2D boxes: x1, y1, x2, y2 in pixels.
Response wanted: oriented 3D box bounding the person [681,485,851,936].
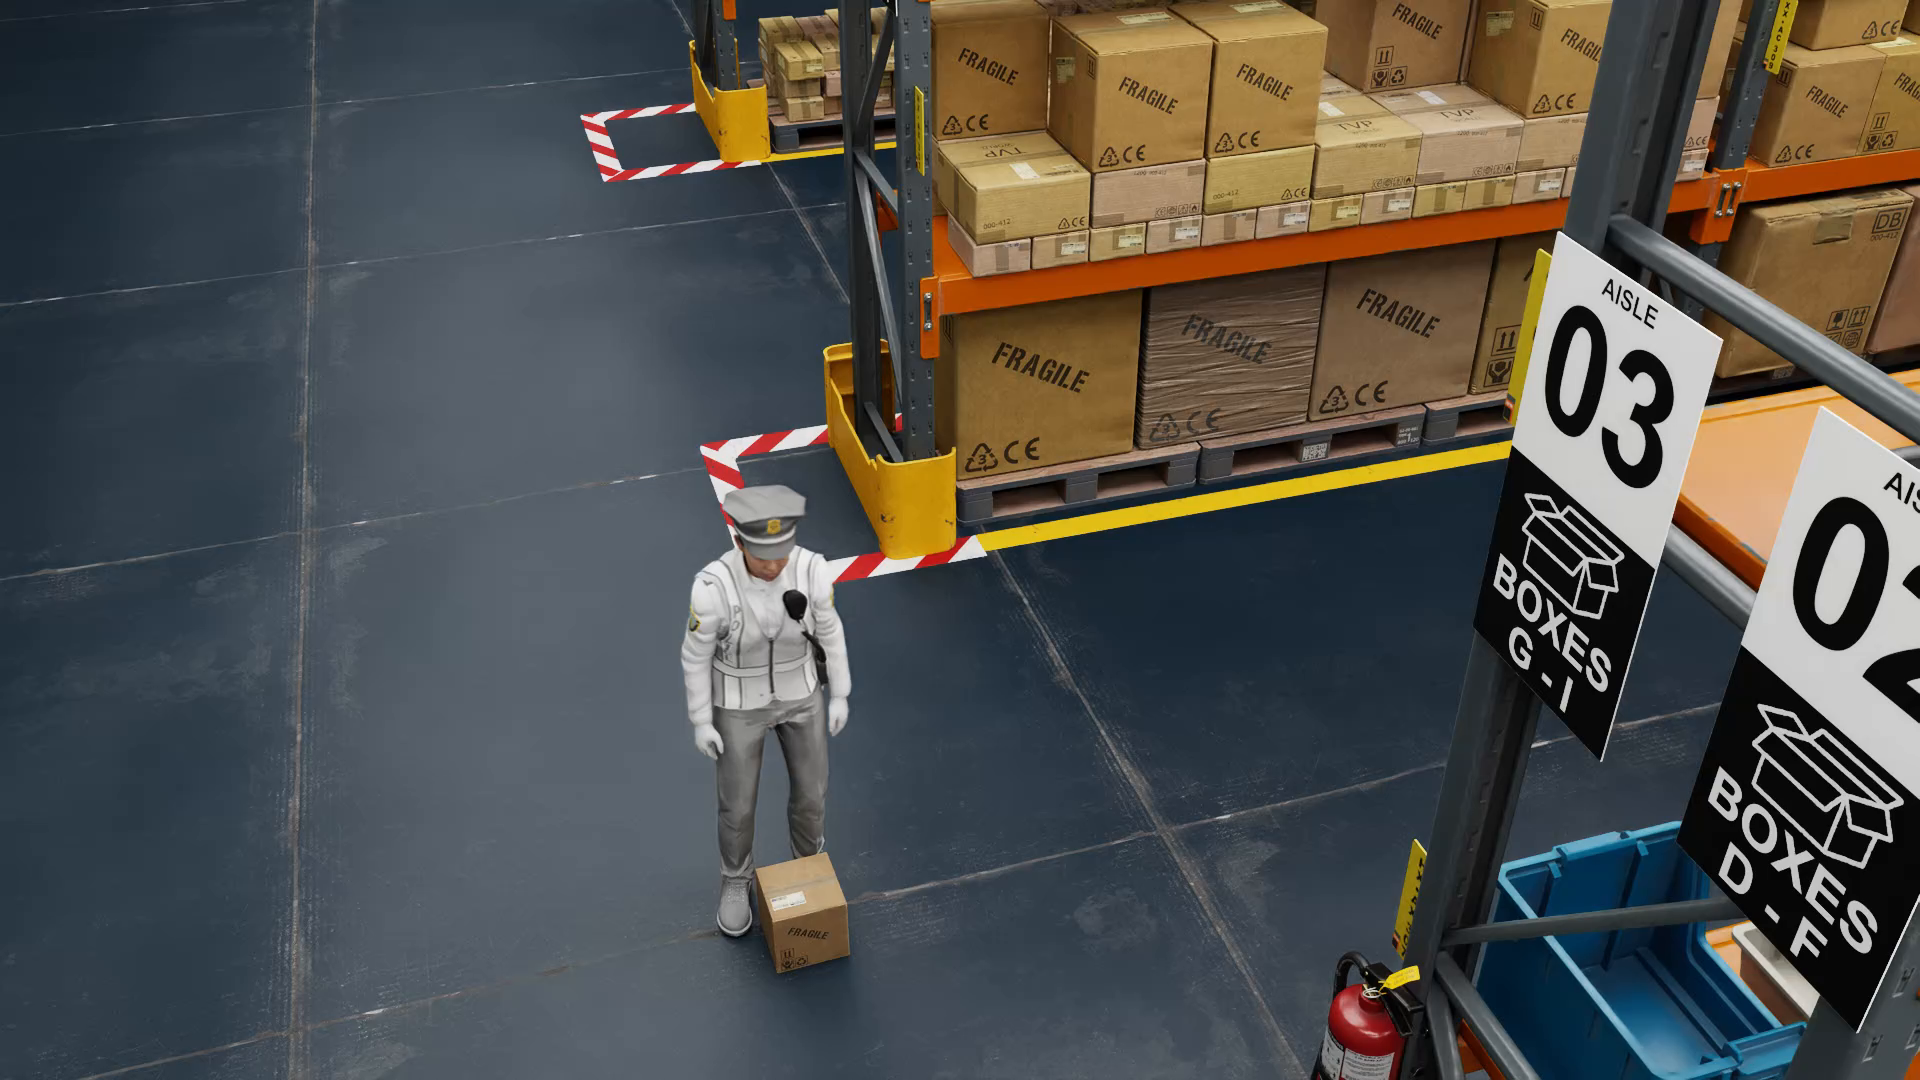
[{"bbox_3d":[-0.611,0.531,5.355,0.529,1.663,0.357,-10,35,-15],"label":"person"}]
